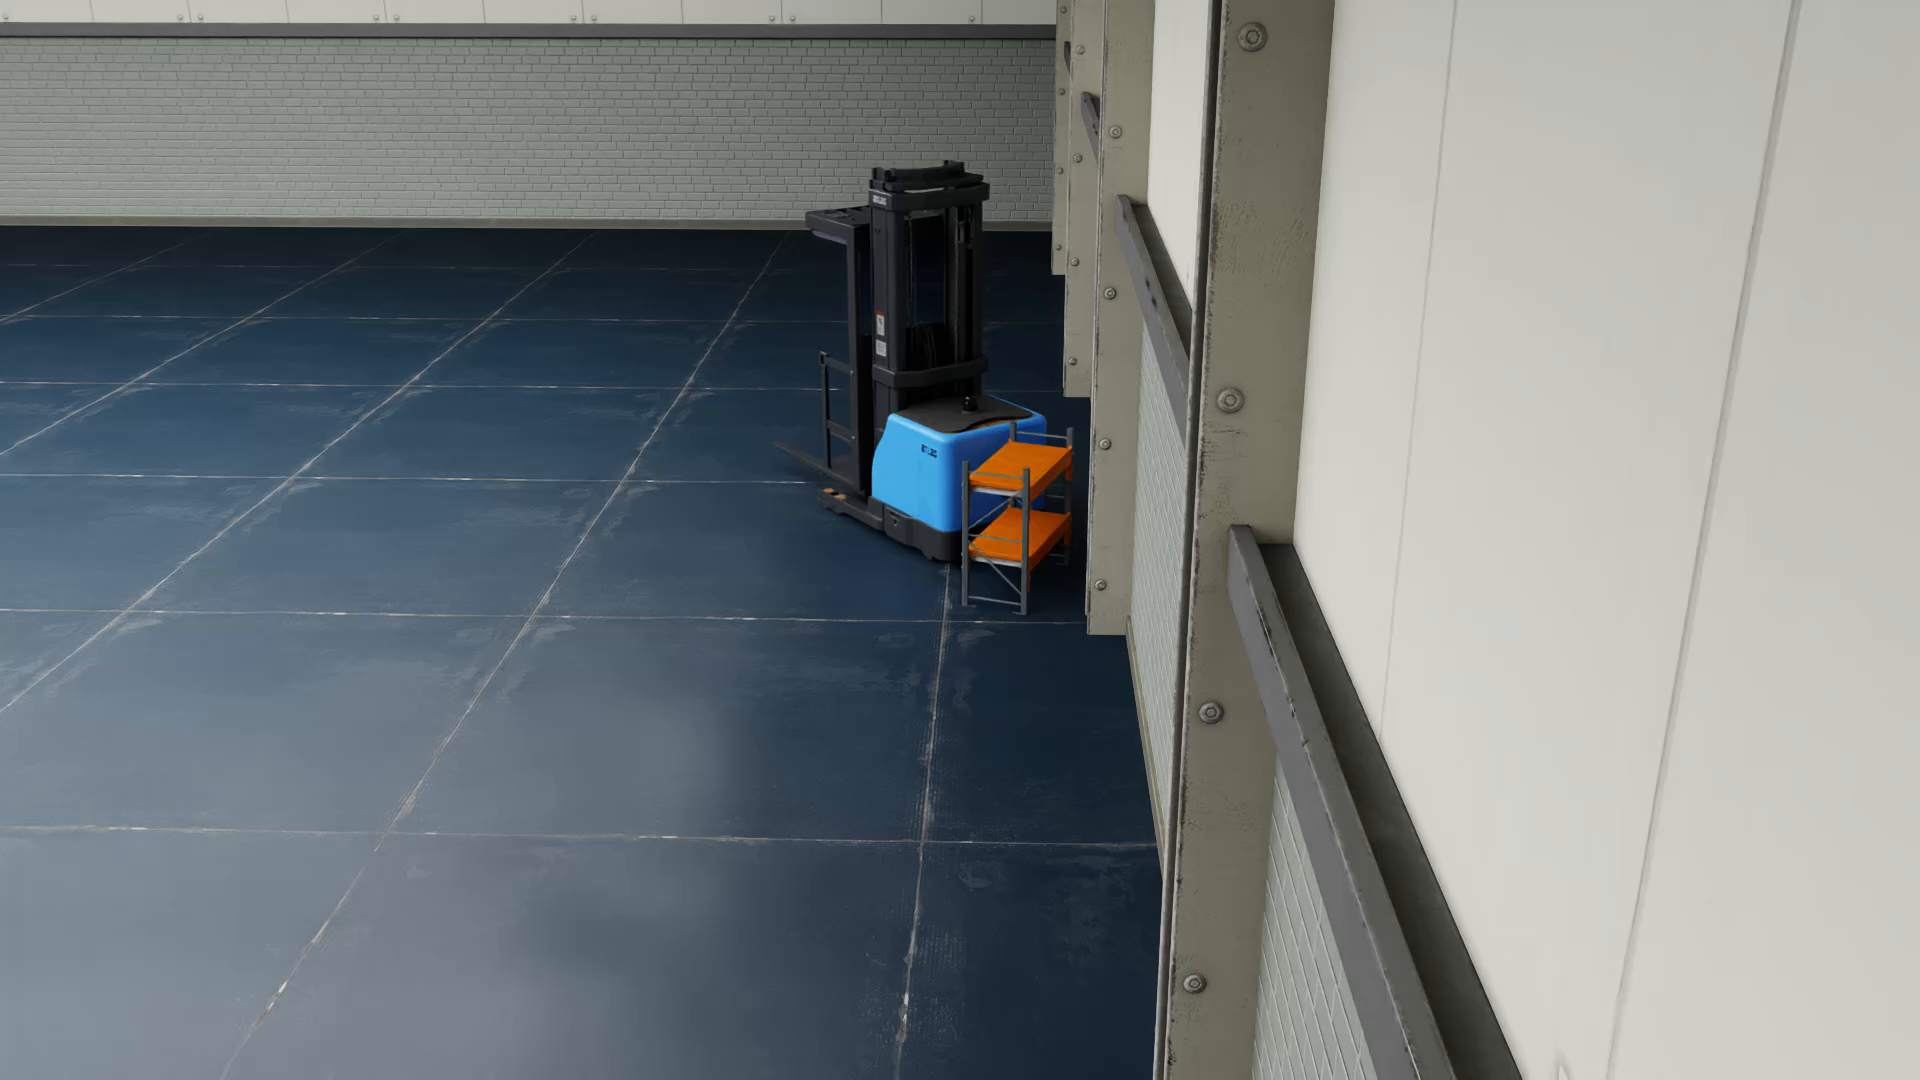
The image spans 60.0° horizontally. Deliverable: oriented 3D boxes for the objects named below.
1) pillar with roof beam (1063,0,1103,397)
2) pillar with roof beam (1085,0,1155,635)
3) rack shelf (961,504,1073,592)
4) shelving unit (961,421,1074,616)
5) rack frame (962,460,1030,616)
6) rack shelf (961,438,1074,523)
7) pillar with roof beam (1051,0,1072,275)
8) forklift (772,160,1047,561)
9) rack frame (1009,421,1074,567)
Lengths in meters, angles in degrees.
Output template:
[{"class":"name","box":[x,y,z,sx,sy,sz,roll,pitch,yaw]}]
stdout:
[{"class":"pillar with roof beam","box":[-3.056,-5.812,16.067,9.100,9.000,0.400,1,21,2]},{"class":"pillar with roof beam","box":[-3.238,-3.642,10.476,9.100,9.000,0.400,1,21,2]},{"class":"rack shelf","box":[0.439,0.048,12.527,0.538,0.278,1.000,8,23,20]},{"class":"shelving unit","box":[0.439,-0.180,12.438,0.538,1.125,1.048,8,23,20]},{"class":"rack frame","box":[0.256,-0.009,11.996,0.500,1.125,0.032,8,23,20]},{"class":"rack shelf","box":[0.439,-0.453,12.332,0.538,0.278,1.000,8,23,20]},{"class":"pillar with roof beam","box":[-2.873,-7.981,21.658,9.100,9.000,0.400,1,21,2]},{"class":"forklift","box":[-0.567,-1.676,13.796,1.130,2.935,3.031,-14,25,-33]},{"class":"rack frame","box":[0.623,-0.352,12.880,0.500,1.125,0.032,8,23,20]}]
